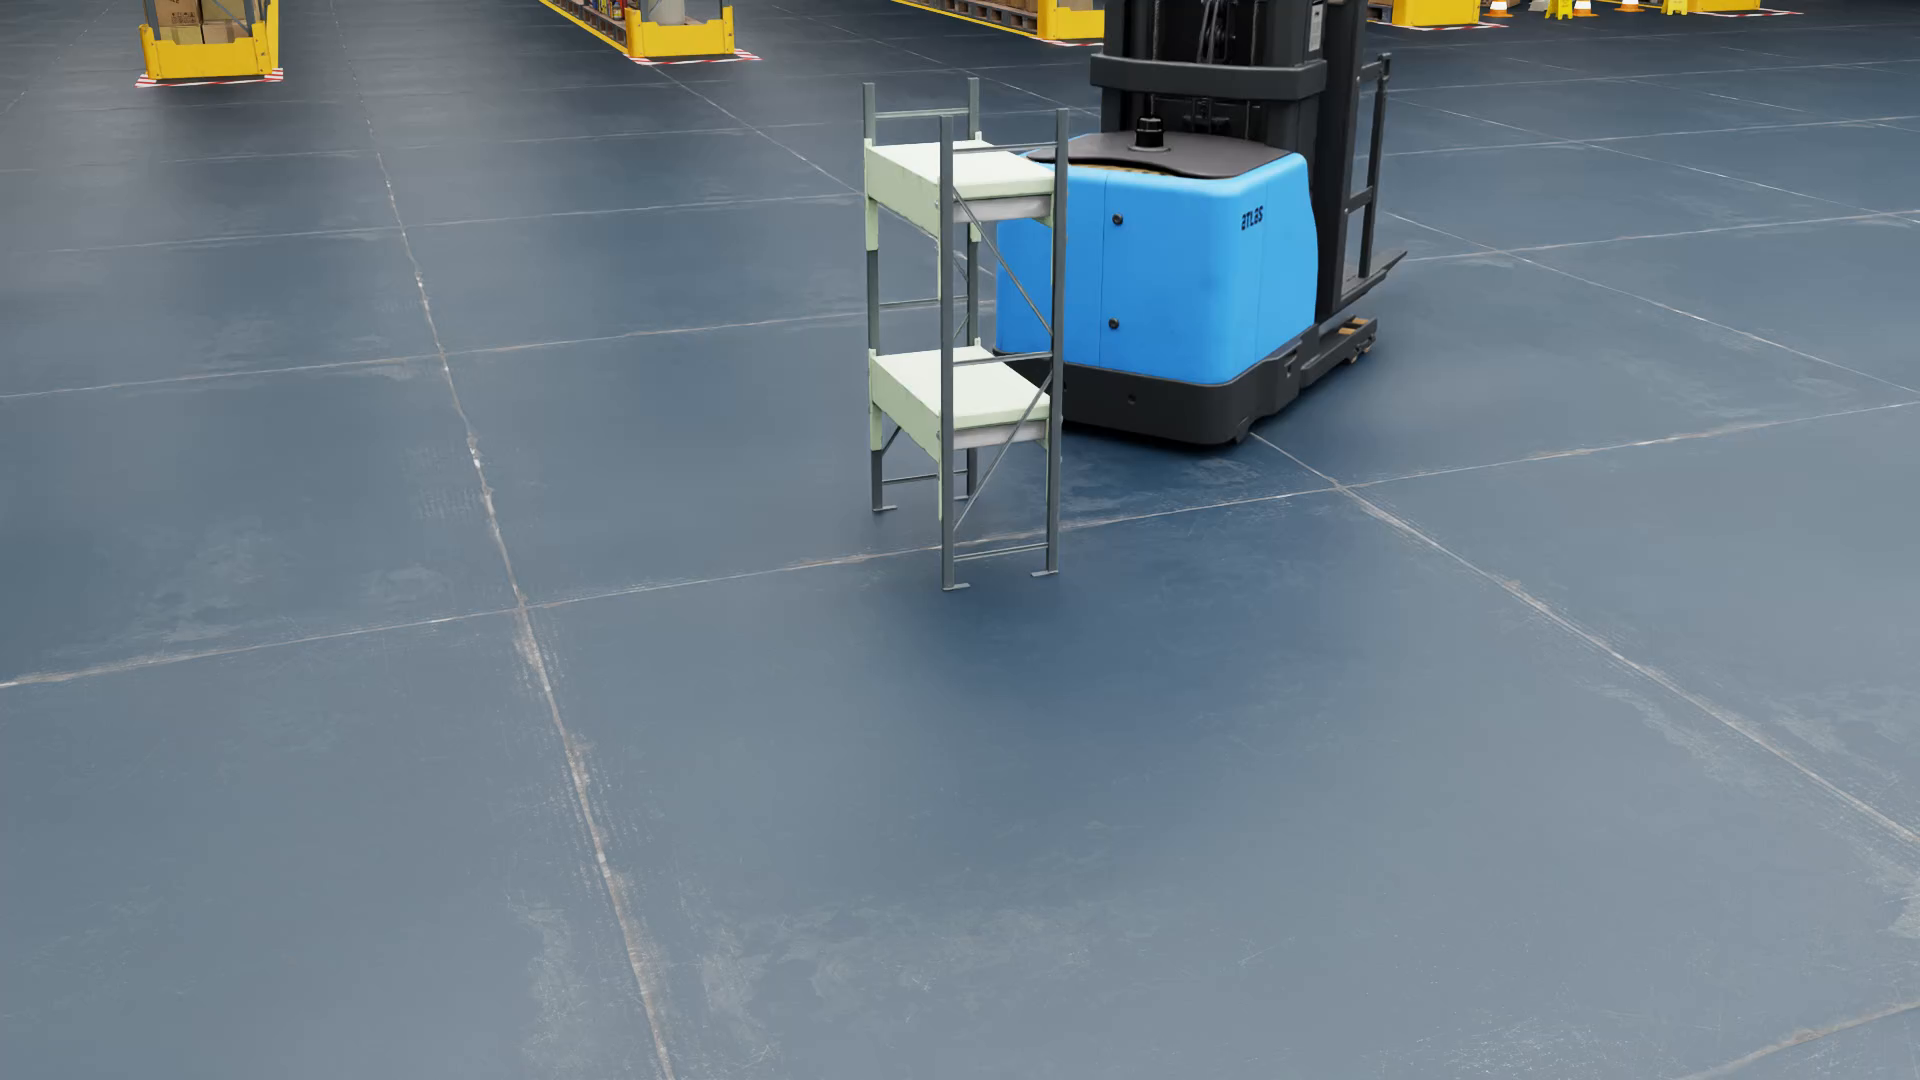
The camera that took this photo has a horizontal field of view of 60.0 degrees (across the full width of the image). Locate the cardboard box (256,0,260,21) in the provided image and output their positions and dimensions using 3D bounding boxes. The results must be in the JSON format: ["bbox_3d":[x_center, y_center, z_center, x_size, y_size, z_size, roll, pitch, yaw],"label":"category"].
[{"bbox_3d":[-8.755,-6.419,20.117,0.500,0.250,0.500,-8,24,-19],"label":"cardboard box"}]

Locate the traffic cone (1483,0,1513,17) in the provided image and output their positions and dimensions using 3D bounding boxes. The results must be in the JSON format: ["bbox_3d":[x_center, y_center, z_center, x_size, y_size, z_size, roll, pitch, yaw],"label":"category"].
[{"bbox_3d":[7.376,-7.398,22.707,0.336,0.463,0.334,-8,24,-19],"label":"traffic cone"}]

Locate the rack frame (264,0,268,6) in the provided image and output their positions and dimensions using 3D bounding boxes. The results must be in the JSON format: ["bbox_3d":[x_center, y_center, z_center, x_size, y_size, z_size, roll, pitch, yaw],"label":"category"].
[{"bbox_3d":[-10.536,-9.084,23.441,1.000,3.000,0.127,-8,24,-19],"label":"rack frame"}]

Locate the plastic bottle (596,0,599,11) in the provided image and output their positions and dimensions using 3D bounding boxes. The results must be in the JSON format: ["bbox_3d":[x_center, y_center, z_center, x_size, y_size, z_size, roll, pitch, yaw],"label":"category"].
[{"bbox_3d":[-4.524,-6.873,21.038,0.144,0.351,0.185,-9,25,-21],"label":"plastic bottle"}]

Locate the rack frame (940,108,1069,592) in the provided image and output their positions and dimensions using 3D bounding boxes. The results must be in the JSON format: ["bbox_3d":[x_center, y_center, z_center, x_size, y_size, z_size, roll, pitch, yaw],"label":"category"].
[{"bbox_3d":[0.132,-0.556,5.137,0.400,1.500,0.023,-8,24,-19],"label":"rack frame"}]

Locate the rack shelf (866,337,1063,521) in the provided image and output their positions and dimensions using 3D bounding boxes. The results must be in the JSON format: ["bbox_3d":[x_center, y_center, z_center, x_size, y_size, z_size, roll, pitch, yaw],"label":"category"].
[{"bbox_3d":[0.002,-0.388,5.580,0.431,0.370,0.720,-8,24,-19],"label":"rack shelf"}]

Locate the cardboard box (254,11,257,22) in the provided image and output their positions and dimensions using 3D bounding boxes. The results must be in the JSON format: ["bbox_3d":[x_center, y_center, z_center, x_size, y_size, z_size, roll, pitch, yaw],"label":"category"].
[{"bbox_3d":[-8.048,-5.692,18.393,0.500,0.250,0.500,-8,24,-19],"label":"cardboard box"}]

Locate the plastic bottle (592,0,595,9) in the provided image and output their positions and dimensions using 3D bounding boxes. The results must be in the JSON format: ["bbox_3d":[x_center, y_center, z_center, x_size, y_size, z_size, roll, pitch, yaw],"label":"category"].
[{"bbox_3d":[-4.646,-6.967,21.359,0.152,0.276,0.135,-7,24,-17],"label":"plastic bottle"}]

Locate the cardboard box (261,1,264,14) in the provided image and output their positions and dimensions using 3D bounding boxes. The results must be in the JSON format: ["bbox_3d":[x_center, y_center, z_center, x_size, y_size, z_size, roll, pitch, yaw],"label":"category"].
[{"bbox_3d":[-9.034,-6.738,20.874,0.500,0.250,0.500,-9,24,-20],"label":"cardboard box"}]

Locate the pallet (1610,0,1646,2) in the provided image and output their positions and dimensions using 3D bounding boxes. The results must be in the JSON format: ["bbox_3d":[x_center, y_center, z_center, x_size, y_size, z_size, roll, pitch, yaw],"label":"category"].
[{"bbox_3d":[10.122,-8.380,25.361,1.003,0.211,1.213,-8,24,-19],"label":"pallet"}]

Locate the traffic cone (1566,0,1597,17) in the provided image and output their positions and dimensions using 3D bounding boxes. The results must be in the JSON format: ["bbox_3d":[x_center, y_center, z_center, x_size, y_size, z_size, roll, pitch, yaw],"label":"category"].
[{"bbox_3d":[8.553,-7.430,22.781,0.336,0.463,0.334,-8,24,-19],"label":"traffic cone"}]

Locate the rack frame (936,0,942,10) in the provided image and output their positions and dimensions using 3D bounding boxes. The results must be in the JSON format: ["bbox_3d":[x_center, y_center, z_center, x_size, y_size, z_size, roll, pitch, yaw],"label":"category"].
[{"bbox_3d":[0.146,-8.989,23.215,1.000,3.000,0.127,-8,24,-19],"label":"rack frame"}]

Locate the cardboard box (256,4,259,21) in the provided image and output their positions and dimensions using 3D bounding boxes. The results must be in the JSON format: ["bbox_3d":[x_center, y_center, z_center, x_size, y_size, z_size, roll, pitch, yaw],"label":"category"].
[{"bbox_3d":[-8.397,-6.056,19.256,0.500,0.250,0.500,-8,24,-19],"label":"cardboard box"}]

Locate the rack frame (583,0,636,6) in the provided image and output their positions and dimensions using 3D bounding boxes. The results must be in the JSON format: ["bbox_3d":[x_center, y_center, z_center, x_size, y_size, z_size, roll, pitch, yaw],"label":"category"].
[{"bbox_3d":[-4.488,-8.309,21.602,1.000,3.000,0.127,-8,24,-19],"label":"rack frame"}]

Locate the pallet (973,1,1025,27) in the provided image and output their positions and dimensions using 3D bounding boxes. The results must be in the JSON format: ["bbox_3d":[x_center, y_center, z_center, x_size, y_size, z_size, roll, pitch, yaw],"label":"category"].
[{"bbox_3d":[0.851,-7.021,22.135,1.003,0.211,1.213,-8,24,-19],"label":"pallet"}]

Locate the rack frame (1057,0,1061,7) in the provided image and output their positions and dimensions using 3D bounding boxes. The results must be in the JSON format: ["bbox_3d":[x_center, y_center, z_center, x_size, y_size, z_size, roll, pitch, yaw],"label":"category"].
[{"bbox_3d":[1.559,-7.535,19.766,1.000,3.000,0.127,-8,24,-19],"label":"rack frame"}]

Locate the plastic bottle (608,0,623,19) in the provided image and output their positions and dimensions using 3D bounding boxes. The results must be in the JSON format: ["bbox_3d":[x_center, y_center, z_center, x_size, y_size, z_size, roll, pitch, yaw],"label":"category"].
[{"bbox_3d":[-4.197,-6.506,20.264,0.152,0.276,0.135,-8,24,-19],"label":"plastic bottle"}]

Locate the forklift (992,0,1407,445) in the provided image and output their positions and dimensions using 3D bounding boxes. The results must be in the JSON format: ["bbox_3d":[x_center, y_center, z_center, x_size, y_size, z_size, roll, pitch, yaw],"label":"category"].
[{"bbox_3d":[1.314,-2.247,7.307,1.130,2.935,3.031,13,26,28],"label":"forklift"}]

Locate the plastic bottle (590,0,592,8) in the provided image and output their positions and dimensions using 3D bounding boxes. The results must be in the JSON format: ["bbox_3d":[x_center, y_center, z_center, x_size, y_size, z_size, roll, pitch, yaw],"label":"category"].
[{"bbox_3d":[-4.750,-7.010,21.555,0.097,0.201,0.097,0,23,0],"label":"plastic bottle"}]

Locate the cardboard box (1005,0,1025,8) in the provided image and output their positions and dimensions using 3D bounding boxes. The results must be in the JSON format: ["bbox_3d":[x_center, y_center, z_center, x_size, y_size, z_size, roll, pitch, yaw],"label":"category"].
[{"bbox_3d":[0.907,-7.249,21.764,0.500,0.500,0.500,-6,24,-14],"label":"cardboard box"}]

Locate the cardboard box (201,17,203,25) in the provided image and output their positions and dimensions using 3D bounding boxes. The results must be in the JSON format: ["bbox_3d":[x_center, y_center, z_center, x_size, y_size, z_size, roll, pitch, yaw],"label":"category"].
[{"bbox_3d":[-8.364,-5.438,17.791,0.500,0.250,0.500,-8,24,-19],"label":"cardboard box"}]

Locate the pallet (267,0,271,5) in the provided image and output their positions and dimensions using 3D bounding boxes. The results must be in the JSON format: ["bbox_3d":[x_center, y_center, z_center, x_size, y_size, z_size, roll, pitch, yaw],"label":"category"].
[{"bbox_3d":[-10.765,-8.076,24.639,1.003,0.211,1.213,-8,24,-19],"label":"pallet"}]

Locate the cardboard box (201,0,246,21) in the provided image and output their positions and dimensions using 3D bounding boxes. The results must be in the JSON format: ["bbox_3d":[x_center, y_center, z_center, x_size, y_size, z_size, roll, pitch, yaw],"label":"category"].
[{"bbox_3d":[-7.870,-5.856,17.817,0.500,0.500,0.500,-8,24,-19],"label":"cardboard box"}]

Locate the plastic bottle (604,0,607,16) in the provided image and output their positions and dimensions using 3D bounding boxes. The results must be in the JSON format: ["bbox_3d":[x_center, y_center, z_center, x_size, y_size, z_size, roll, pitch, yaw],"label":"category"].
[{"bbox_3d":[-4.308,-6.650,20.511,0.144,0.351,0.185,-7,24,-17],"label":"plastic bottle"}]

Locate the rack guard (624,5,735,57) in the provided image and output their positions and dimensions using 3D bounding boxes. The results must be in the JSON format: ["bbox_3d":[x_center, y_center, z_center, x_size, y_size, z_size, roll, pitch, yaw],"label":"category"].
[{"bbox_3d":[-3.146,-5.725,18.690,1.175,0.500,0.348,-8,24,-19],"label":"rack guard"}]

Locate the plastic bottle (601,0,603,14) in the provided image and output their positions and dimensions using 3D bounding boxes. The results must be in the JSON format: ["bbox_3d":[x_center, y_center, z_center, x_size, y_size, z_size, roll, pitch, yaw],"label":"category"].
[{"bbox_3d":[-4.446,-6.698,20.815,0.097,0.201,0.097,0,23,0],"label":"plastic bottle"}]

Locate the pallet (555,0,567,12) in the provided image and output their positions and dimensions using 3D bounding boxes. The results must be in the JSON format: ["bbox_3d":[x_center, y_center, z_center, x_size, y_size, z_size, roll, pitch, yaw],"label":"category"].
[{"bbox_3d":[-5.236,-7.748,23.862,1.003,0.211,1.213,-8,24,-19],"label":"pallet"}]

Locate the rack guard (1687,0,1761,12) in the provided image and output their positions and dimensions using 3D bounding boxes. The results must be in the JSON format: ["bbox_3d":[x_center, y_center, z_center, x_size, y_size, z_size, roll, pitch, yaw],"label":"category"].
[{"bbox_3d":[10.803,-7.771,23.543,1.175,0.500,0.348,-8,24,-19],"label":"rack guard"}]

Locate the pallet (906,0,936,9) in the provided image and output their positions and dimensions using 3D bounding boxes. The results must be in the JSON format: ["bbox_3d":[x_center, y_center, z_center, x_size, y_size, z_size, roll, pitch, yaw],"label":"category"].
[{"bbox_3d":[-0.131,-7.987,24.427,1.003,0.211,1.213,-8,24,-19],"label":"pallet"}]

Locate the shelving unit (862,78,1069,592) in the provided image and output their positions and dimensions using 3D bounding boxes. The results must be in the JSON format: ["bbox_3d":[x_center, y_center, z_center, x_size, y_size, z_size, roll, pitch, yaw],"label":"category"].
[{"bbox_3d":[0.002,-0.689,5.453,0.431,1.500,0.755,-8,24,-19],"label":"shelving unit"}]

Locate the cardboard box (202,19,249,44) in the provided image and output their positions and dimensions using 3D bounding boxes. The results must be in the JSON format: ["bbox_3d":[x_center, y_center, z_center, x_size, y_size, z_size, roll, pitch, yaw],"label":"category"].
[{"bbox_3d":[-7.691,-5.329,17.532,0.500,0.250,0.500,-8,24,-19],"label":"cardboard box"}]

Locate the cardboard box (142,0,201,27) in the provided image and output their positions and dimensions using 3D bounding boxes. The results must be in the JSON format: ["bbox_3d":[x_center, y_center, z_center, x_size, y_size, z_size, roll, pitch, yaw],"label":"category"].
[{"bbox_3d":[-8.178,-5.604,17.217,0.500,0.500,0.500,-8,24,-19],"label":"cardboard box"}]

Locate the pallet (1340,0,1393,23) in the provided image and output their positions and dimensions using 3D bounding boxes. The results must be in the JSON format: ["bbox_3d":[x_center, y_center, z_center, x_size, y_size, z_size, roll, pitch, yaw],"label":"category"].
[{"bbox_3d":[5.879,-7.174,22.499,1.003,0.211,1.213,-8,24,-19],"label":"pallet"}]

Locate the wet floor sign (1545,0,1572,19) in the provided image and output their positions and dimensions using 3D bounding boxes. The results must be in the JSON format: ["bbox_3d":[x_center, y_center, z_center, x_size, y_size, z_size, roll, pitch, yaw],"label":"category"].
[{"bbox_3d":[8.097,-7.356,22.371,0.267,0.644,0.232,-13,26,-28],"label":"wet floor sign"}]

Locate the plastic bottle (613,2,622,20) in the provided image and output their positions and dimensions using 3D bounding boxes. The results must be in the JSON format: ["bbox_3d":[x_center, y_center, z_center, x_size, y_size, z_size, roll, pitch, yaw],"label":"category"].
[{"bbox_3d":[-4.134,-6.376,20.053,0.097,0.201,0.097,0,23,0],"label":"plastic bottle"}]

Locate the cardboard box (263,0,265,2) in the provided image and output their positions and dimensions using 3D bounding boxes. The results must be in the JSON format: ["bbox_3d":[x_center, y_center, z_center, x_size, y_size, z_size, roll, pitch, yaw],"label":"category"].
[{"bbox_3d":[-9.578,-7.297,22.200,0.500,0.250,0.500,-8,24,-18],"label":"cardboard box"}]

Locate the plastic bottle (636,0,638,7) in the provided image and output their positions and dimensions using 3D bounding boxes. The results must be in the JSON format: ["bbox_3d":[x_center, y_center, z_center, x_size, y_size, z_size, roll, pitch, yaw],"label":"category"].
[{"bbox_3d":[-4.126,-7.077,21.523,0.144,0.351,0.185,-8,24,-19],"label":"plastic bottle"}]

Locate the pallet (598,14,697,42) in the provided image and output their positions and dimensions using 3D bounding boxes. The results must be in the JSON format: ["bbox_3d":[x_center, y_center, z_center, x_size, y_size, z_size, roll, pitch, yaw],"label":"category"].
[{"bbox_3d":[-3.855,-6.331,20.498,1.003,0.211,1.213,-8,24,-19],"label":"pallet"}]

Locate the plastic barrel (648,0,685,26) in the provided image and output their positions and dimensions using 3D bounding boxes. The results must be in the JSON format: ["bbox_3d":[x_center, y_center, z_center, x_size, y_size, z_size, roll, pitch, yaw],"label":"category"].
[{"bbox_3d":[-3.379,-6.132,19.098,0.421,0.512,0.421,0,23,0],"label":"plastic barrel"}]

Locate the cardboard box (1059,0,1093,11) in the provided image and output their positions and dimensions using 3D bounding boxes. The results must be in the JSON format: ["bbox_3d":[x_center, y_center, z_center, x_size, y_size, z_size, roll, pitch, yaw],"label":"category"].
[{"bbox_3d":[1.354,-6.806,20.714,0.500,0.500,0.500,-4,23,-9],"label":"cardboard box"}]
